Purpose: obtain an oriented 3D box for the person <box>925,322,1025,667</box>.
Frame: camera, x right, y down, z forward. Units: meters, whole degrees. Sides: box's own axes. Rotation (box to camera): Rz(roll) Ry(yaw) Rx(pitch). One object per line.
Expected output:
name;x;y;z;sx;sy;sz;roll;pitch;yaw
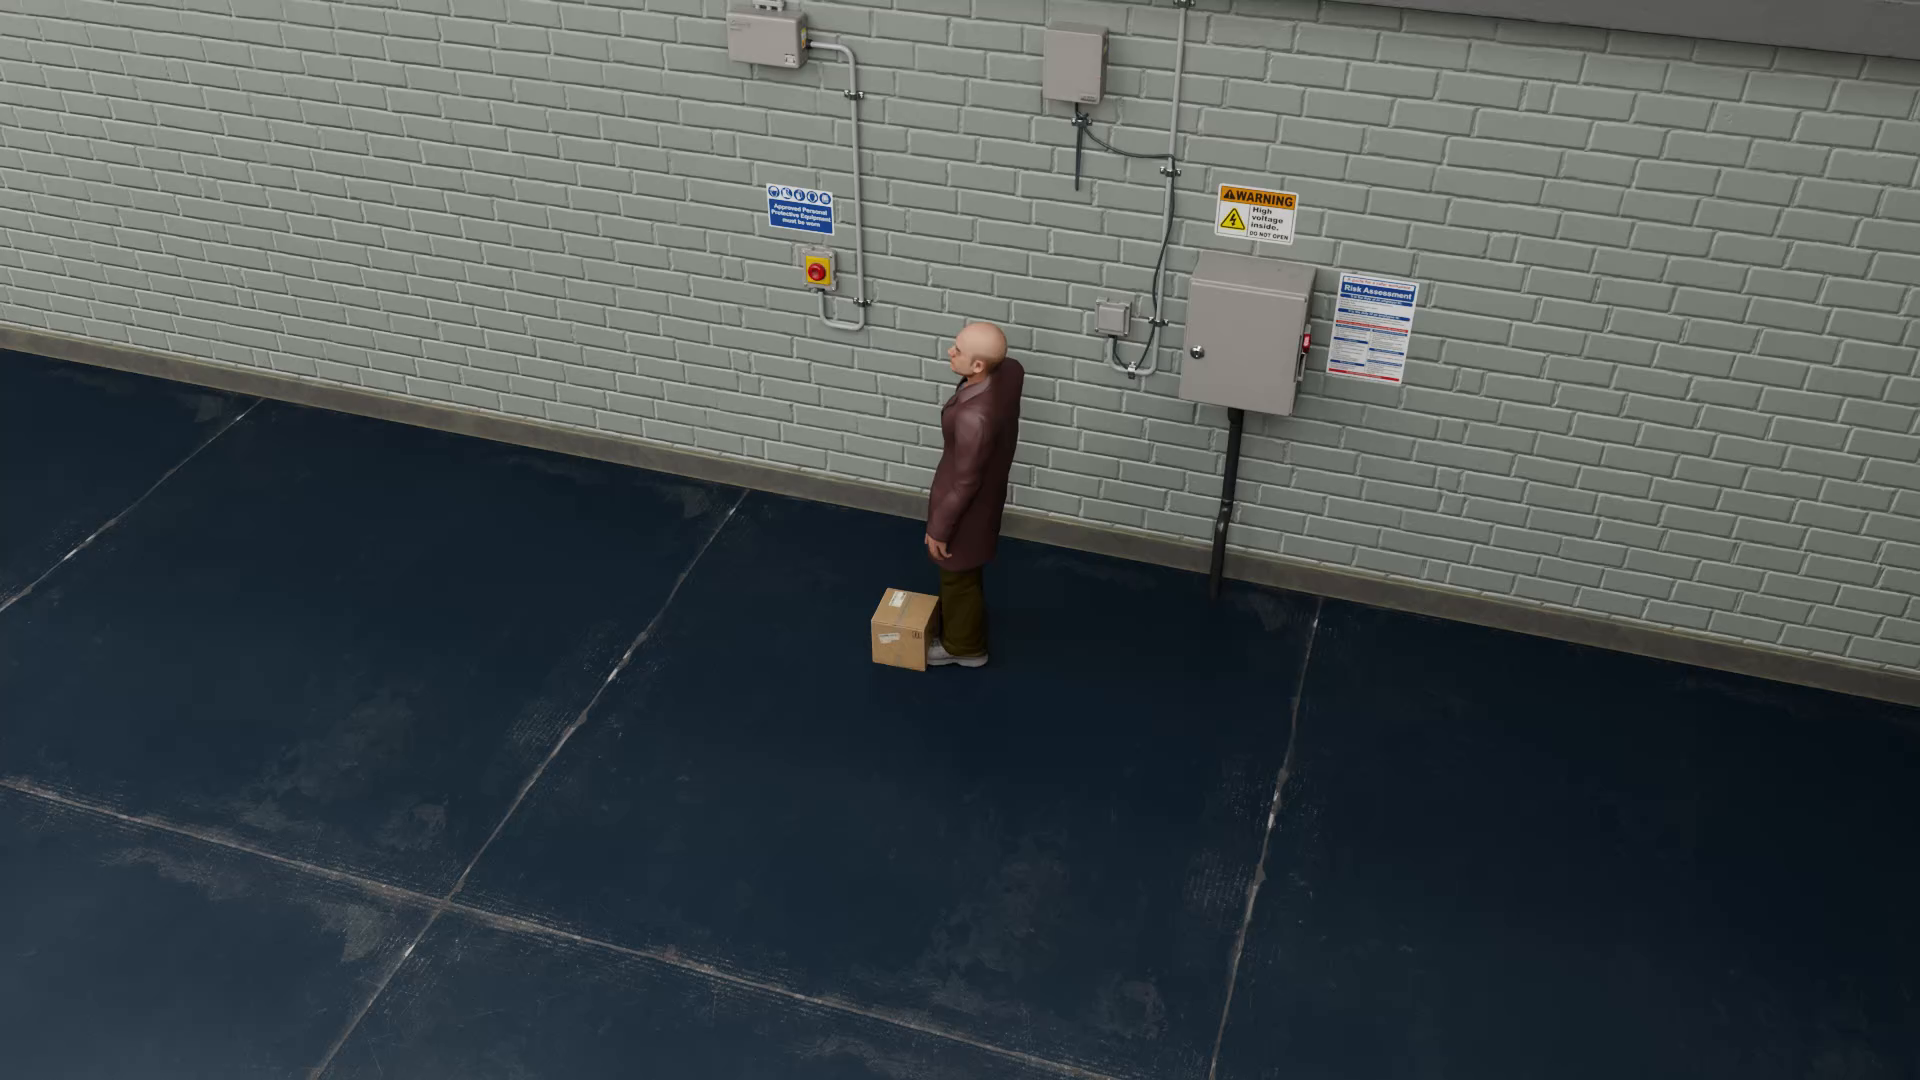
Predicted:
person;-0.056;-0.187;7.144;0.580;1.776;0.695;11;38;14
